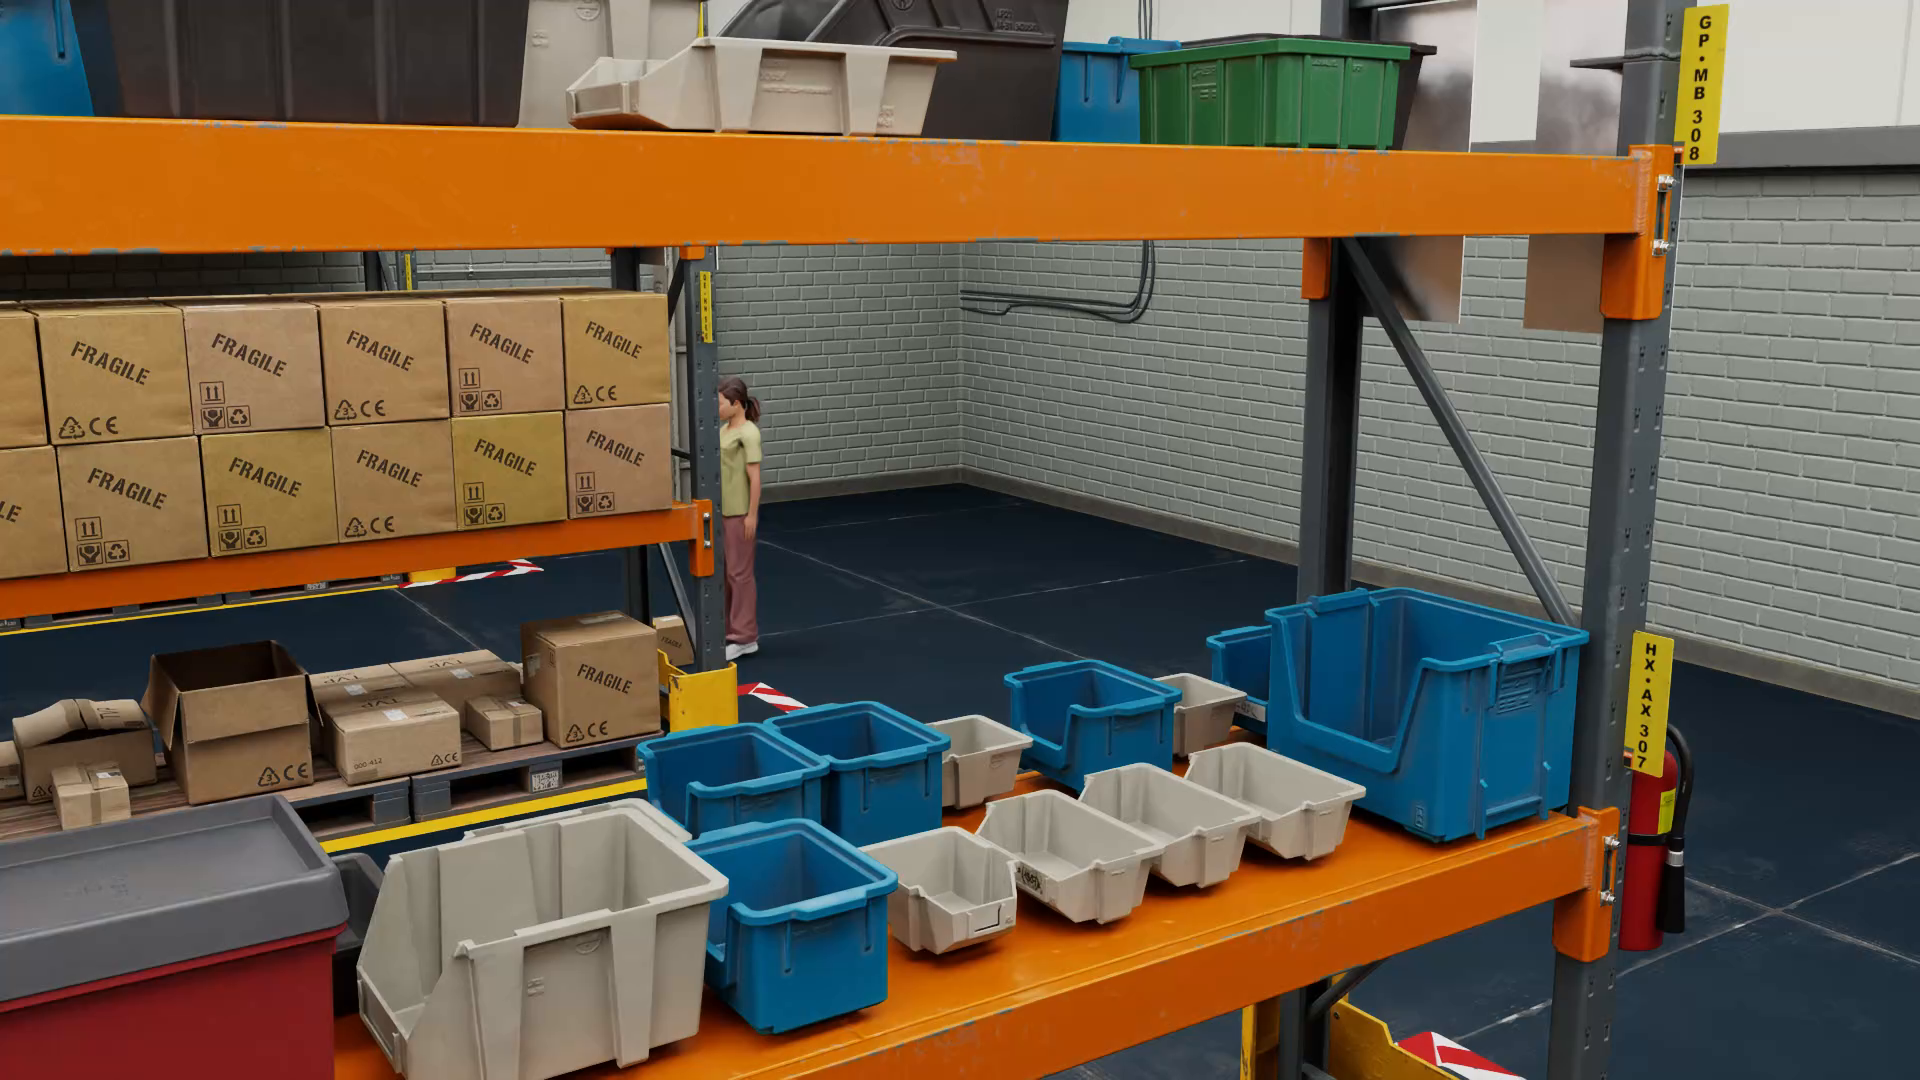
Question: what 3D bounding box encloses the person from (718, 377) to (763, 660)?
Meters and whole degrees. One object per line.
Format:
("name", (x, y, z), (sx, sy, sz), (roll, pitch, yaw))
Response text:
("person", (-1.391, -0.142, 10.112), (0.434, 1.697, 0.453), (-7, 13, -32))
